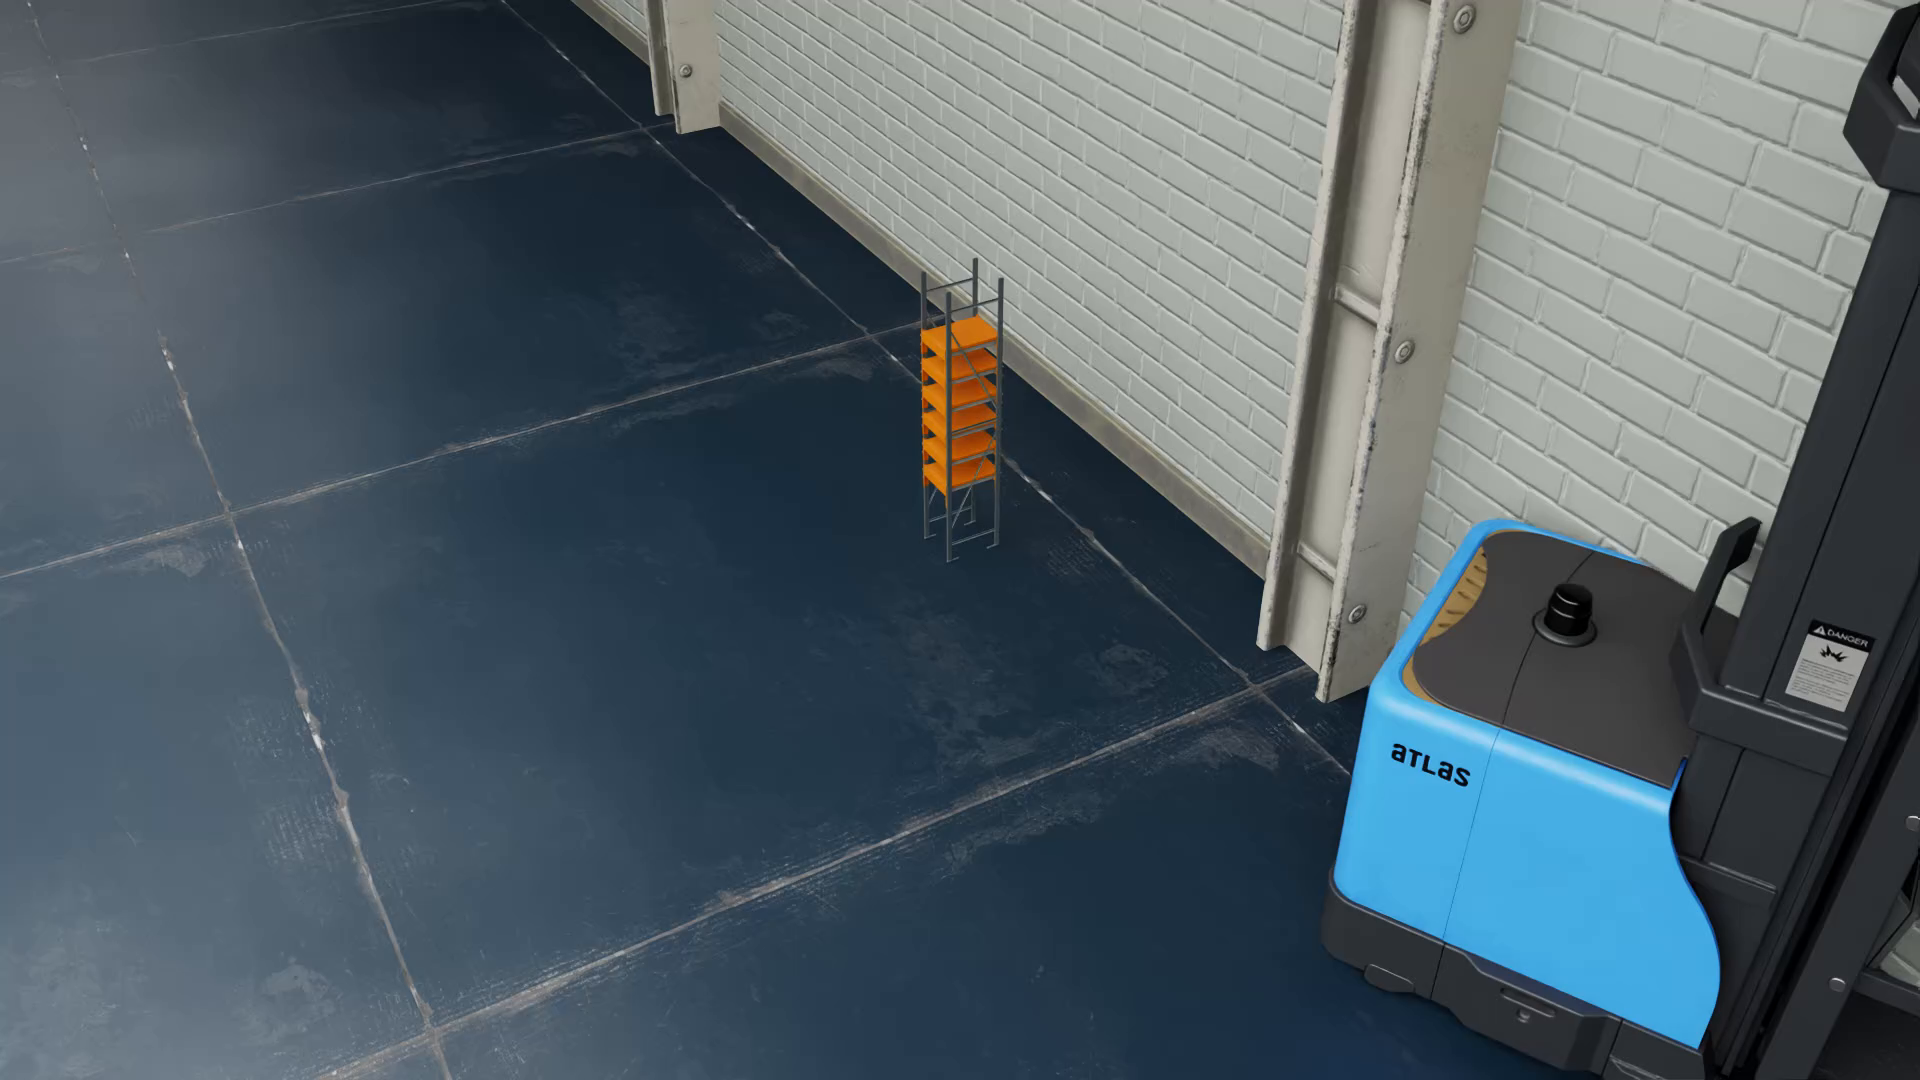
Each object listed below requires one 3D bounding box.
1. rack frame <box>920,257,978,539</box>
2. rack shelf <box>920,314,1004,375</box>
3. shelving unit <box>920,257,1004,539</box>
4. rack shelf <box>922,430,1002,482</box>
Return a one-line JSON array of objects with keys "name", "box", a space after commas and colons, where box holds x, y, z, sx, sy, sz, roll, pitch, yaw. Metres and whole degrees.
[{"name": "rack frame", "box": [-0.039, -0.524, 6.450, 0.240, 1.200, 0.006, -19, 40, -24]}, {"name": "rack shelf", "box": [0.007, -0.732, 6.200, 0.258, 0.103, 0.180, -19, 40, -24]}, {"name": "shelving unit", "box": [-7.825, -5.445, 12.679, 5.752, 1.800, 21.905, -19, 40, -24]}, {"name": "rack shelf", "box": [0.007, -0.344, 6.483, 0.258, 0.103, 0.180, -19, 40, -24]}]
